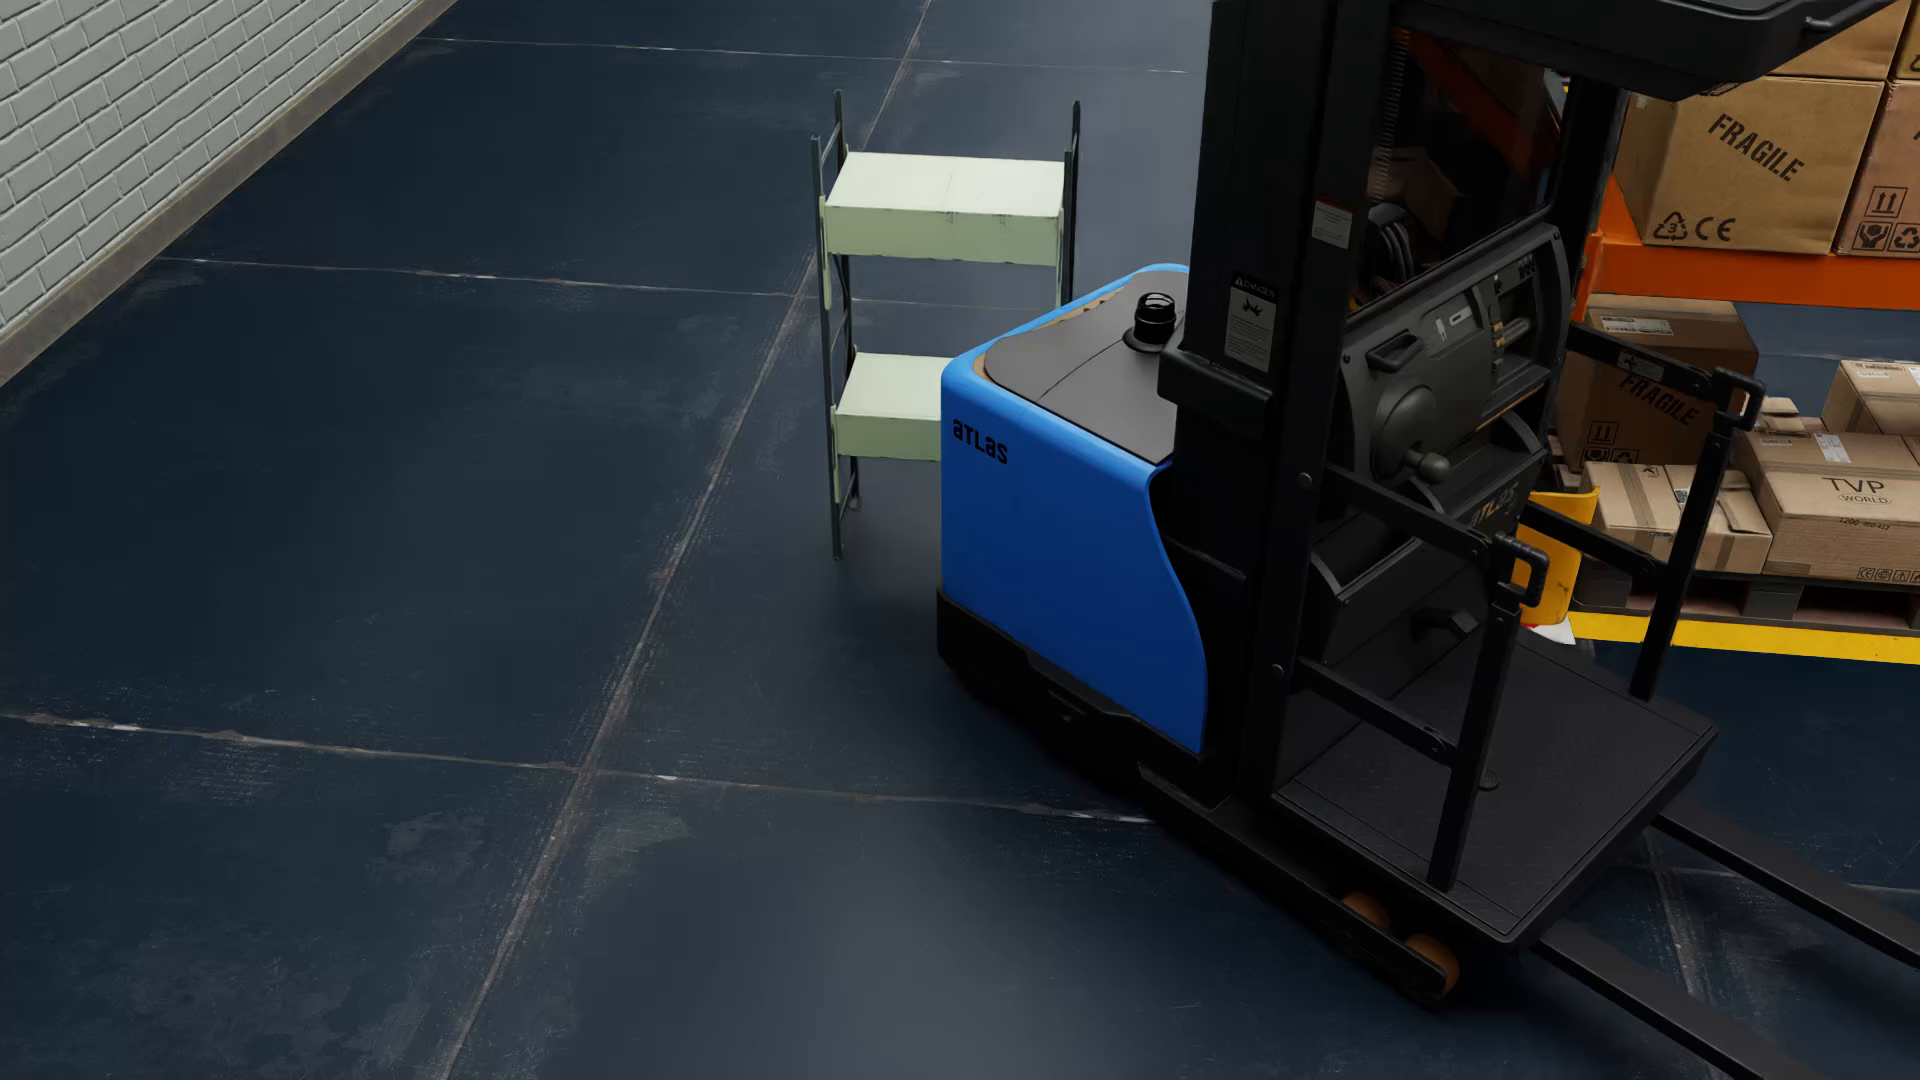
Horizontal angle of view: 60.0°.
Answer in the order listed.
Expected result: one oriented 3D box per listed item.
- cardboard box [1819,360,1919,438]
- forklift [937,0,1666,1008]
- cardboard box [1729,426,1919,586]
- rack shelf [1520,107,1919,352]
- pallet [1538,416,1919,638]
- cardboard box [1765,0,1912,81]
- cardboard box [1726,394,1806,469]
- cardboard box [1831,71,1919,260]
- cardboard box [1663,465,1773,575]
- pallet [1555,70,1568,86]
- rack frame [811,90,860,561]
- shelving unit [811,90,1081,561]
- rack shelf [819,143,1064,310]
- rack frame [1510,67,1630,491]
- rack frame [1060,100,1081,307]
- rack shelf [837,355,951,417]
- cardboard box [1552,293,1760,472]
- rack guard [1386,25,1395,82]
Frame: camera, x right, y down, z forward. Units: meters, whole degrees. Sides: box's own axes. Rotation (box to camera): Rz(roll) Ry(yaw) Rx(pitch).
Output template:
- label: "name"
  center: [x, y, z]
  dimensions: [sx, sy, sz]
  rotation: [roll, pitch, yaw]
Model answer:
- label: "cardboard box"
  center: [3.300, -0.370, 5.675]
  dimensions: [0.500, 0.250, 0.500]
  rotation: [4, 36, 6]
- label: "forklift"
  center: [1.316, -0.386, 3.768]
  dimensions: [1.130, 2.935, 3.031]
  rotation: [-29, 45, -35]
- label: "cardboard box"
  center: [2.790, -0.116, 5.318]
  dimensions: [0.500, 0.250, 0.500]
  rotation: [4, 36, 6]
- label: "rack shelf"
  center: [3.775, -0.856, 4.986]
  dimensions: [4.000, 0.370, 1.077]
  rotation: [4, 36, 6]
- label: "pallet"
  center: [2.658, -0.097, 5.705]
  dimensions: [1.213, 0.211, 1.003]
  rotation: [4, 36, 6]
- label: "cardboard box"
  center: [2.198, -1.559, 4.406]
  dimensions: [0.500, 0.500, 0.500]
  rotation: [5, 36, 7]
- label: "cardboard box"
  center: [2.752, -0.342, 5.708]
  dimensions: [0.250, 0.166, 0.380]
  rotation: [4, 36, 6]
- label: "cardboard box"
  center: [2.710, -1.117, 4.647]
  dimensions: [0.500, 0.500, 0.500]
  rotation: [4, 36, 5]
- label: "cardboard box"
  center: [2.411, -0.075, 5.333]
  dimensions: [0.250, 0.166, 0.380]
  rotation: [4, 36, 6]
- label: "pallet"
  center: [3.239, -2.932, 9.676]
  dimensions: [1.213, 0.211, 1.003]
  rotation: [4, 36, 6]
- label: "rack frame"
  center: [-0.395, -0.657, 5.379]
  dimensions: [0.023, 1.500, 0.400]
  rotation: [4, 36, 6]
- label: "shelving unit"
  center: [-0.032, -0.631, 5.343]
  dimensions: [0.755, 1.500, 0.431]
  rotation: [4, 36, 6]
- label: "rack shelf"
  center: [-0.032, -0.949, 5.116]
  dimensions: [0.720, 0.370, 0.431]
  rotation: [4, 36, 6]
- label: "rack frame"
  center: [1.791, -1.296, 4.984]
  dimensions: [0.127, 3.000, 1.000]
  rotation: [4, 36, 6]
- label: "rack frame"
  center: [0.332, -0.605, 5.307]
  dimensions: [0.023, 1.500, 0.400]
  rotation: [4, 36, 6]
- label: "rack shelf"
  center: [-0.032, -0.445, 5.476]
  dimensions: [0.686, 0.124, 0.368]
  rotation: [4, 36, 6]
- label: "cardboard box"
  center: [2.362, -0.560, 5.725]
  dimensions: [0.500, 0.500, 0.500]
  rotation: [4, 36, 6]
- label: "rack guard"
  center: [2.400, -3.127, 9.701]
  dimensions: [0.348, 0.500, 1.175]
  rotation: [4, 36, 6]
